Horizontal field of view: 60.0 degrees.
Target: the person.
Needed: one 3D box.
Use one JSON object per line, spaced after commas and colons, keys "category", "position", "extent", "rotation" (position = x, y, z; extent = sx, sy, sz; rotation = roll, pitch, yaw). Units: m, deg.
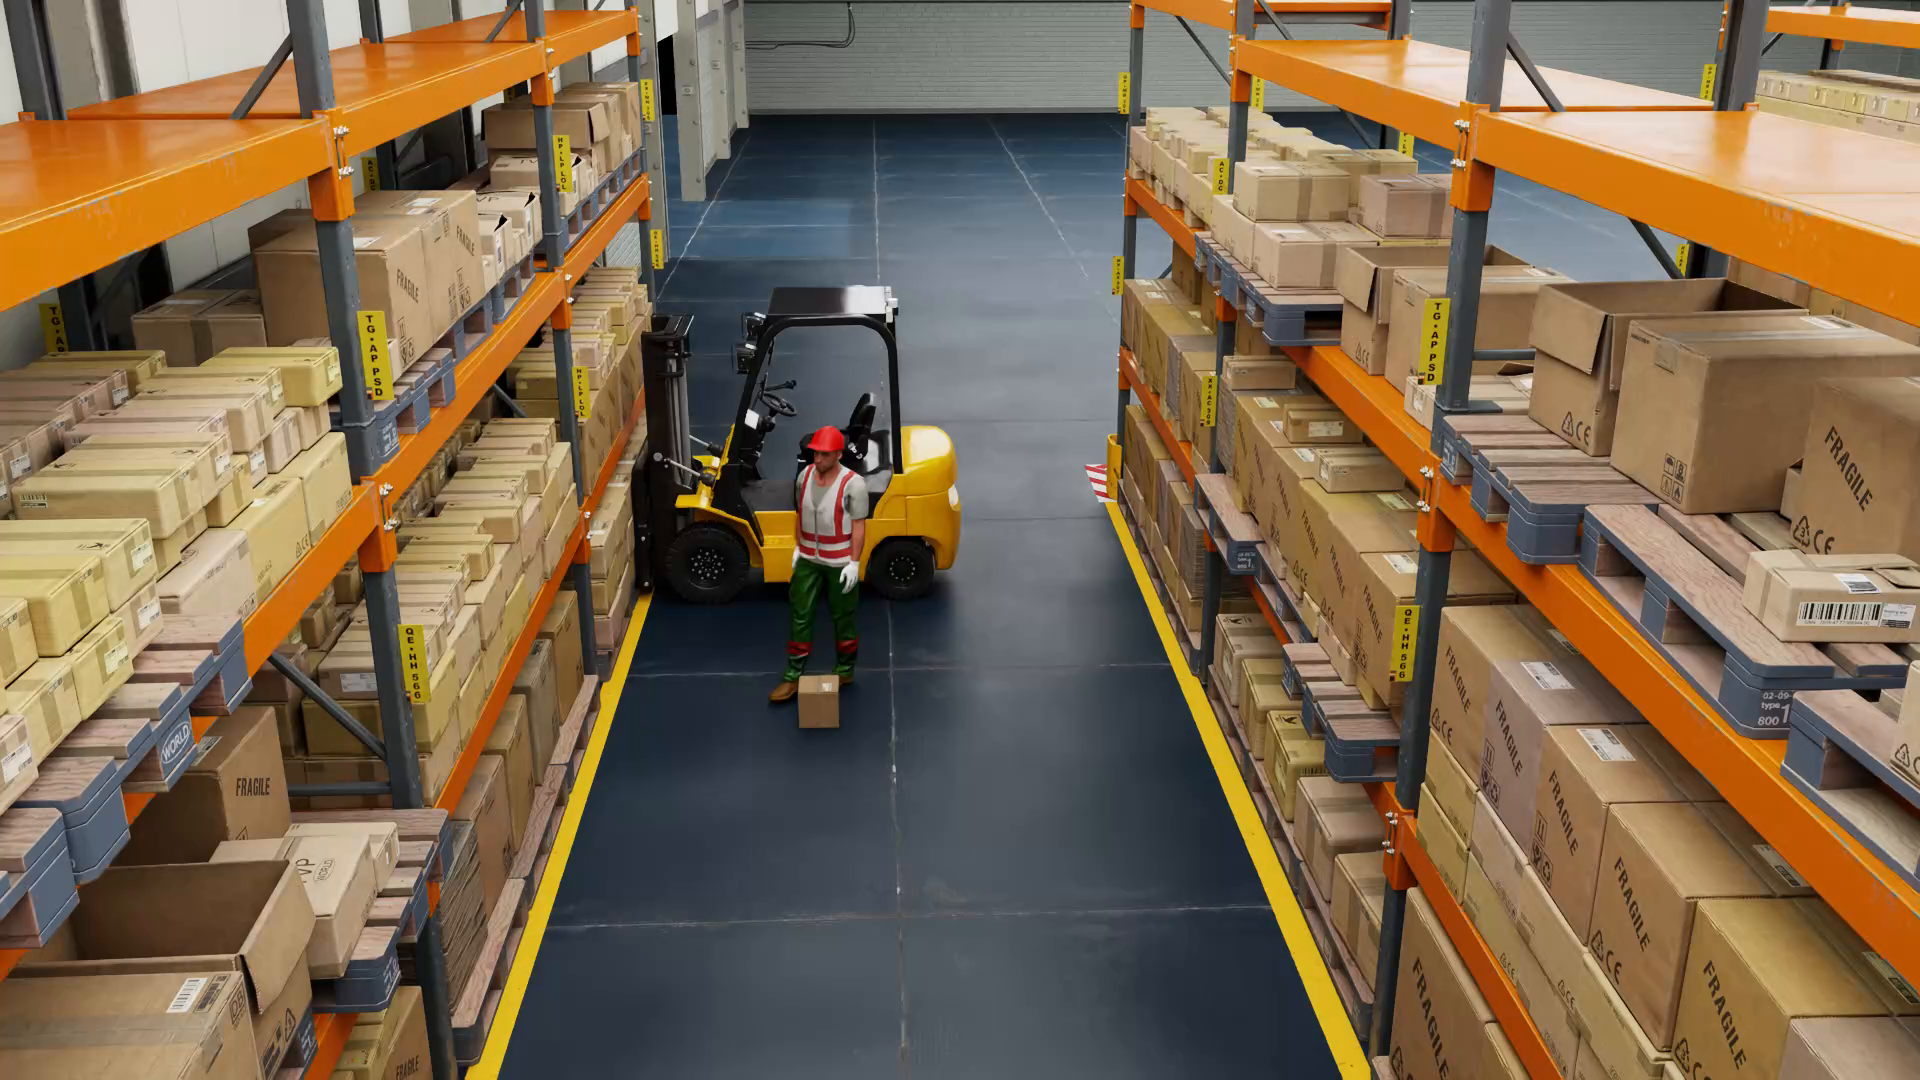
{"category": "person", "position": [-0.915, 0.174, 10.547], "extent": [0.556, 1.790, 0.630], "rotation": [9, 22, 24]}
